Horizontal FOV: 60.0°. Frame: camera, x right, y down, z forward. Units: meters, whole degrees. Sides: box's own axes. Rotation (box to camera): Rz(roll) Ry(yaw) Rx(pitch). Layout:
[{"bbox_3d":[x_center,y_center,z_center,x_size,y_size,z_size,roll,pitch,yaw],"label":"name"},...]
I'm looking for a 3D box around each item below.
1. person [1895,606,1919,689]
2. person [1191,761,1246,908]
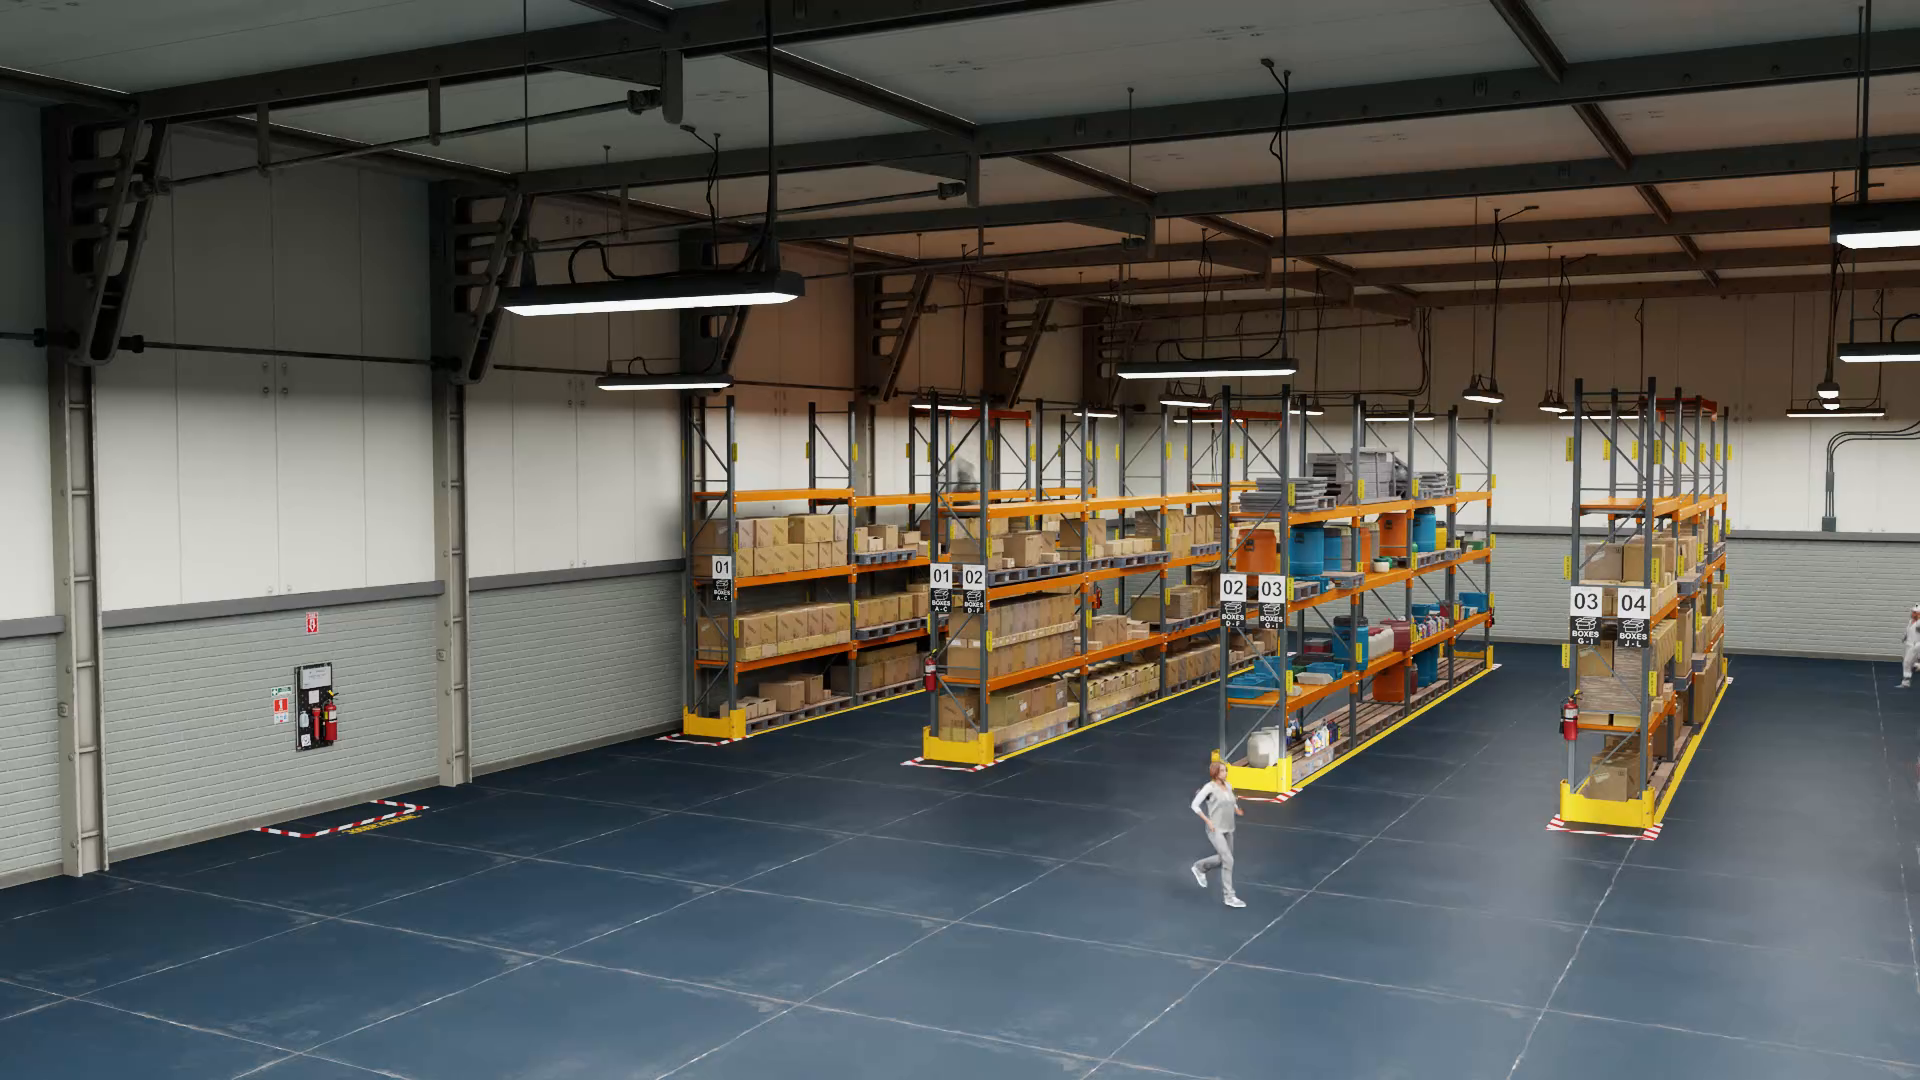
[{"bbox_3d":[20.255,2.280,35.169,0.805,1.780,0.705,0,3,2],"label":"person"},{"bbox_3d":[2.859,3.234,18.484,0.547,1.570,0.822,-3,4,-40],"label":"person"}]
